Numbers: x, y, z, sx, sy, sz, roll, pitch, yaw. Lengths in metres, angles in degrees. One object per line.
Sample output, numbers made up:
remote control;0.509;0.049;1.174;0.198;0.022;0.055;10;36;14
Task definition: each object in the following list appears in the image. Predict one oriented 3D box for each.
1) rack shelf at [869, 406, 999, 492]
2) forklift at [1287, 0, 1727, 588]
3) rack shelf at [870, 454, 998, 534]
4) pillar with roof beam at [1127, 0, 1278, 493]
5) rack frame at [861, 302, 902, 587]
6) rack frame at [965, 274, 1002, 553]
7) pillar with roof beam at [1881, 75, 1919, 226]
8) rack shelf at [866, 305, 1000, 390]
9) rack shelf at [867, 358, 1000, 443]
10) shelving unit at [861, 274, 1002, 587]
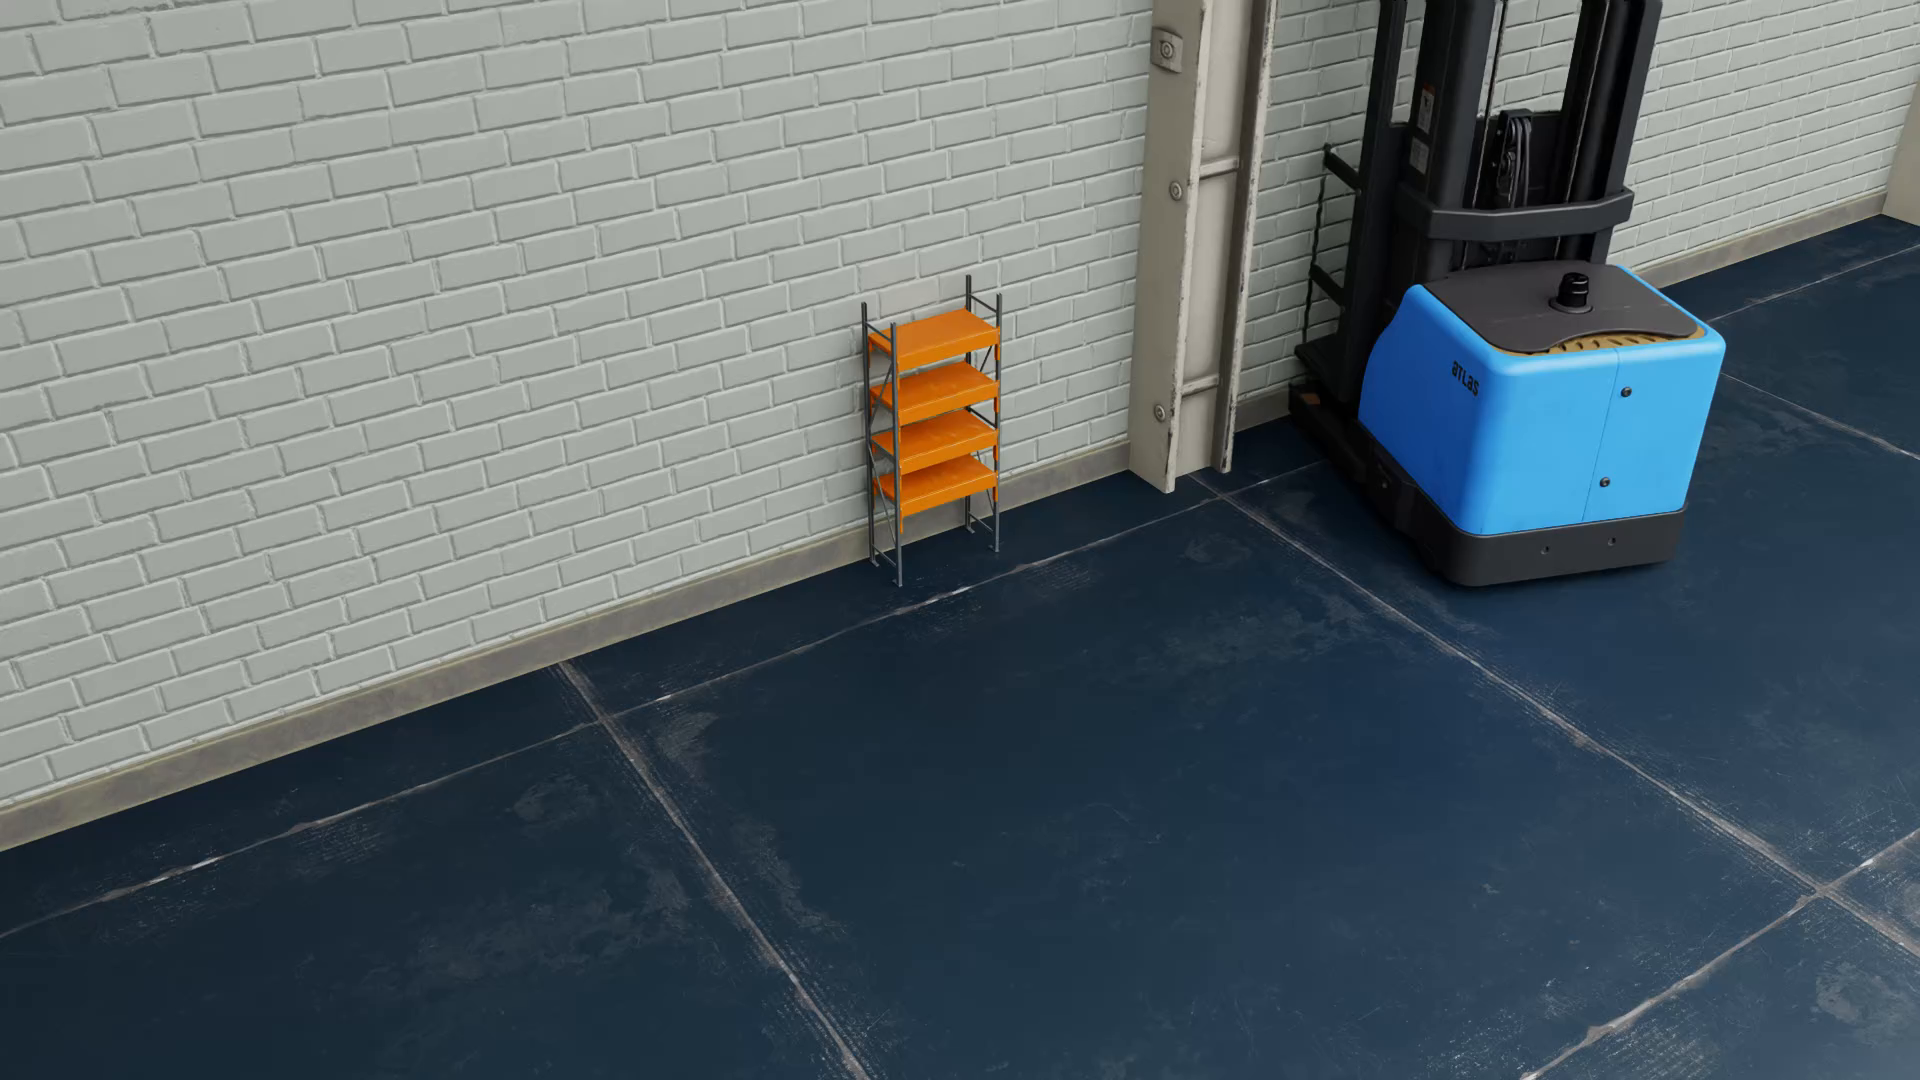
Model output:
rack shelf;-0.109;-0.380;6.853;0.480;0.148;0.258;-19;37;-28
forklift;2.202;-1.822;7.391;1.130;2.935;3.031;-7;33;-11
rack shelf;-0.110;-0.212;6.959;0.480;0.148;0.258;-19;37;-28
pillar with roof beam;3.352;-2.213;2.324;0.400;9.000;9.100;-19;37;-27
rack frame;-0.313;-0.365;6.704;0.015;1.200;0.240;-19;37;-28
rack frame;0.094;-0.508;6.930;0.015;1.200;0.240;-19;37;-28
pillar with roof beam;8.395;-3.947;5.073;0.400;9.000;9.100;-19;37;-27
rack shelf;-0.109;-0.769;6.607;0.480;0.148;0.258;-19;37;-28
rack shelf;-0.109;-0.569;6.733;0.480;0.148;0.258;-19;37;-28
shelving unit;-0.109;-0.437;6.817;0.503;1.200;0.258;-19;37;-28
